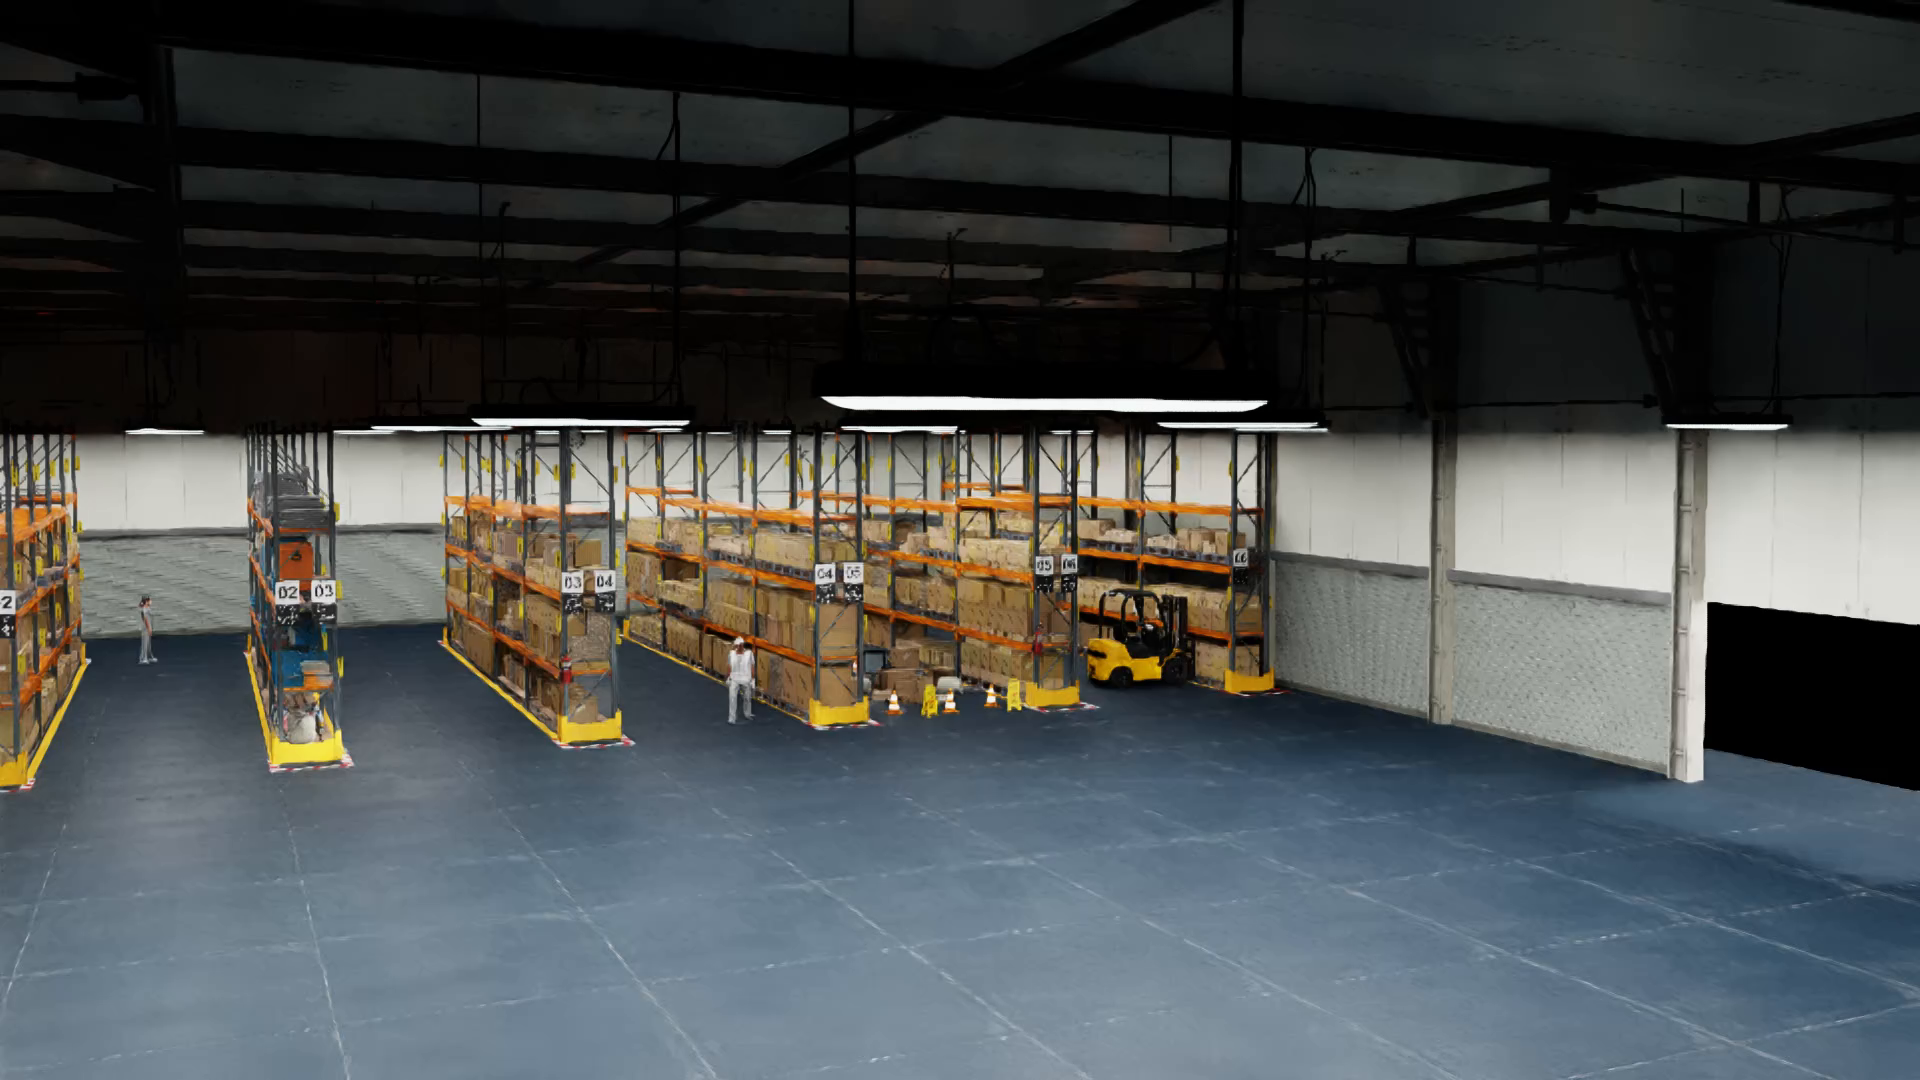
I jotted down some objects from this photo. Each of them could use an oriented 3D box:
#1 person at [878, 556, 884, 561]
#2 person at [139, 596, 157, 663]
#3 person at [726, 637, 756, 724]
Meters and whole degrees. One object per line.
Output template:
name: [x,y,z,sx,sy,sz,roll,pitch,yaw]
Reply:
person: [-2.550,1.404,55.076,0.607,1.769,0.655,1,4,21]
person: [-20.531,2.245,42.008,0.378,1.673,0.594,-1,4,-21]
person: [-4.386,2.787,33.256,0.602,1.740,0.982,0,4,-2]
